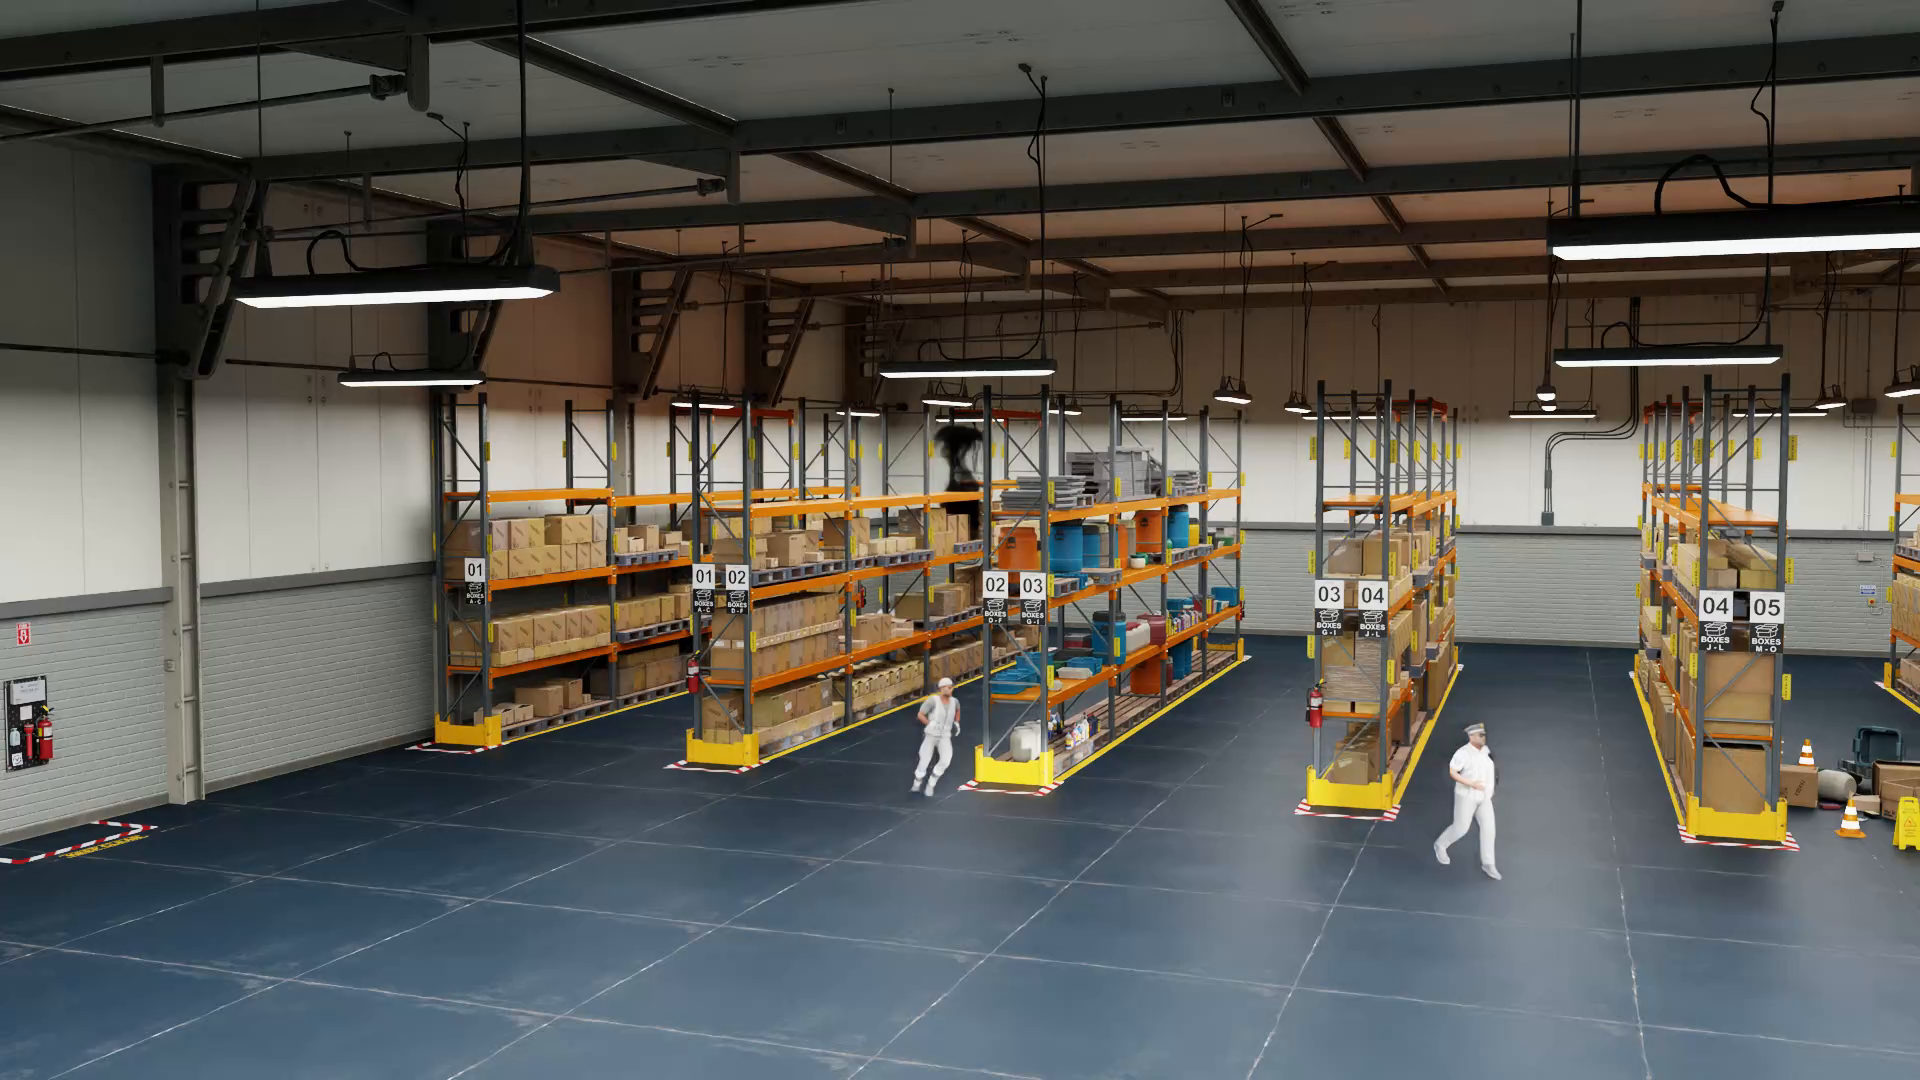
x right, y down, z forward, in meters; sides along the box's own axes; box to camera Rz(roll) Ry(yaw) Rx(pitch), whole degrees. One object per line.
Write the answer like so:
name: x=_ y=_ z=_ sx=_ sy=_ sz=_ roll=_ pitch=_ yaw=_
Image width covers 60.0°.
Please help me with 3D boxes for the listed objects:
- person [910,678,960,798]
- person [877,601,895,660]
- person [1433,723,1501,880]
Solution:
person: x=-0.302 y=2.866 z=24.253 sx=0.791 sy=1.724 sz=0.700 roll=-1 pitch=3 yaw=-20
person: x=-1.686 y=2.171 z=37.986 sx=0.595 sy=1.622 sz=0.561 roll=1 pitch=3 yaw=16
person: x=6.121 y=3.056 z=19.782 sx=0.703 sy=1.785 sz=0.994 roll=-2 pitch=3 yaw=-27
